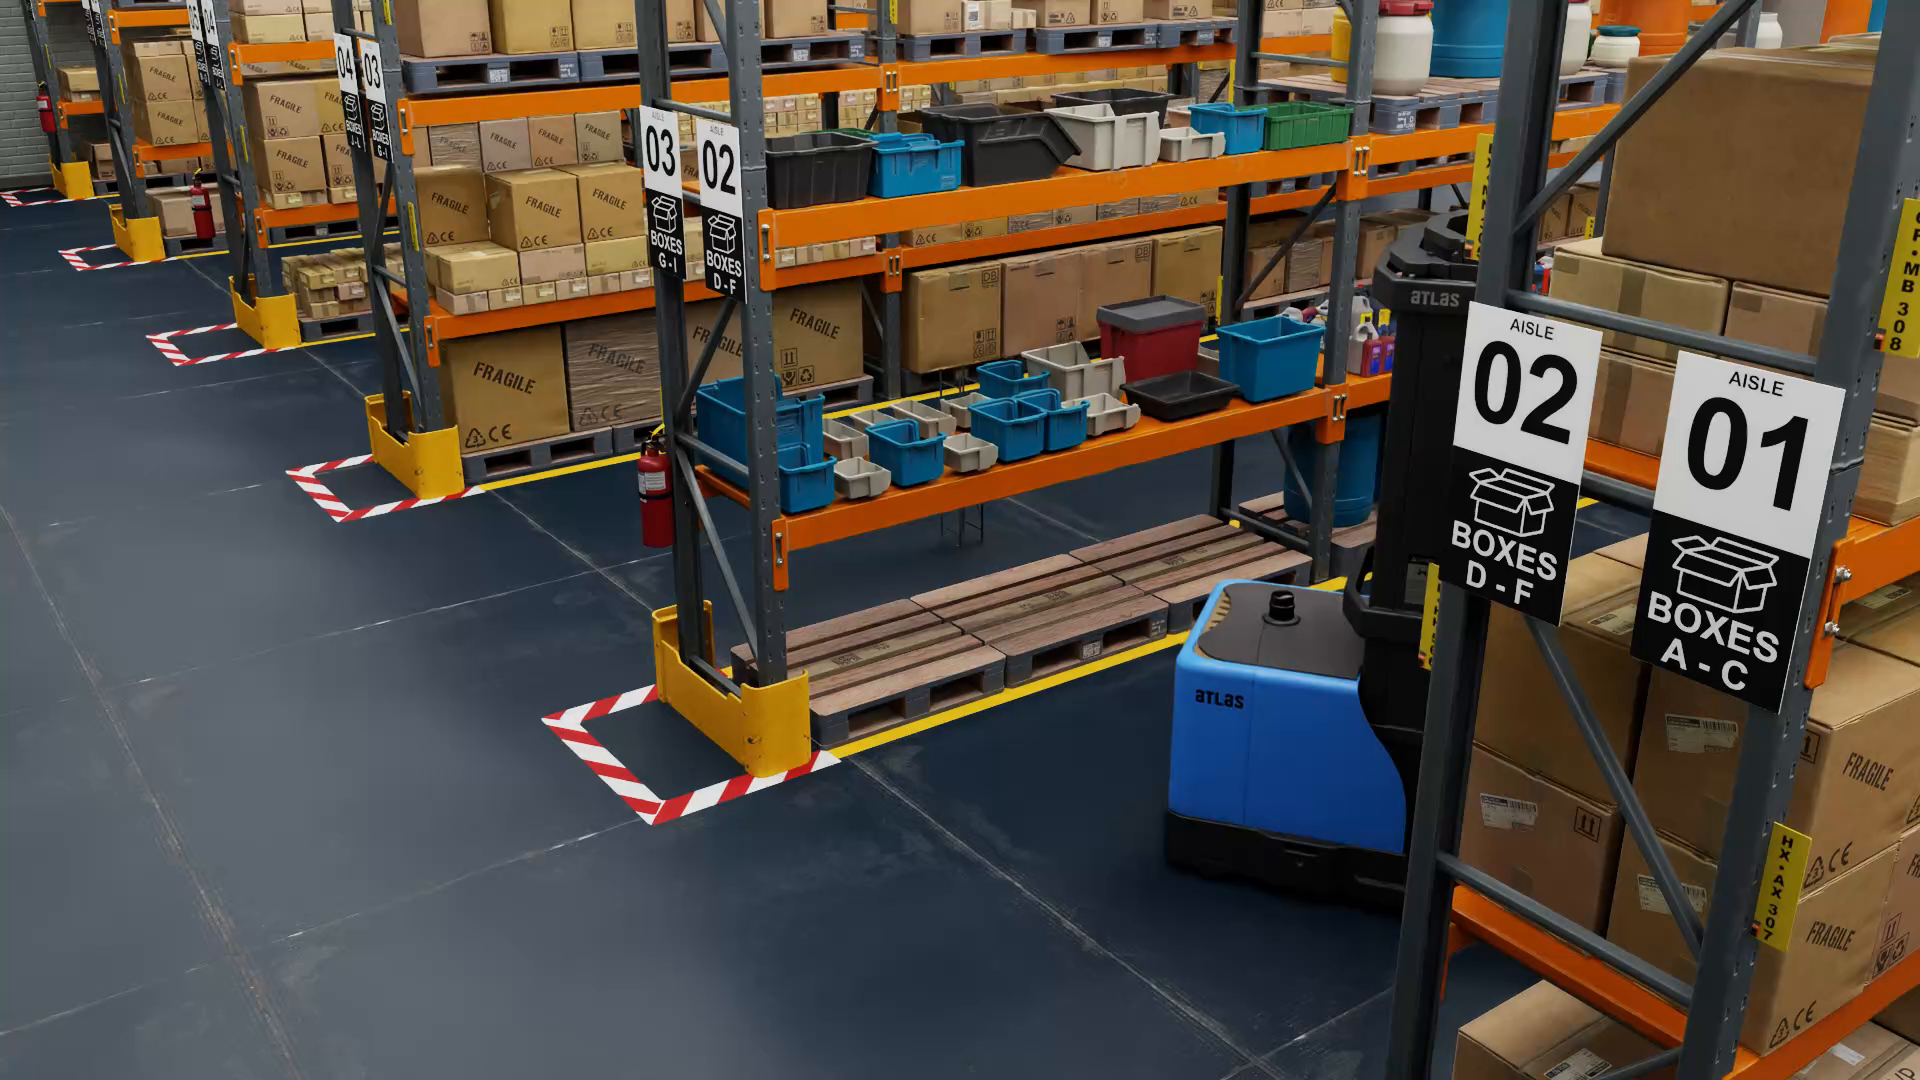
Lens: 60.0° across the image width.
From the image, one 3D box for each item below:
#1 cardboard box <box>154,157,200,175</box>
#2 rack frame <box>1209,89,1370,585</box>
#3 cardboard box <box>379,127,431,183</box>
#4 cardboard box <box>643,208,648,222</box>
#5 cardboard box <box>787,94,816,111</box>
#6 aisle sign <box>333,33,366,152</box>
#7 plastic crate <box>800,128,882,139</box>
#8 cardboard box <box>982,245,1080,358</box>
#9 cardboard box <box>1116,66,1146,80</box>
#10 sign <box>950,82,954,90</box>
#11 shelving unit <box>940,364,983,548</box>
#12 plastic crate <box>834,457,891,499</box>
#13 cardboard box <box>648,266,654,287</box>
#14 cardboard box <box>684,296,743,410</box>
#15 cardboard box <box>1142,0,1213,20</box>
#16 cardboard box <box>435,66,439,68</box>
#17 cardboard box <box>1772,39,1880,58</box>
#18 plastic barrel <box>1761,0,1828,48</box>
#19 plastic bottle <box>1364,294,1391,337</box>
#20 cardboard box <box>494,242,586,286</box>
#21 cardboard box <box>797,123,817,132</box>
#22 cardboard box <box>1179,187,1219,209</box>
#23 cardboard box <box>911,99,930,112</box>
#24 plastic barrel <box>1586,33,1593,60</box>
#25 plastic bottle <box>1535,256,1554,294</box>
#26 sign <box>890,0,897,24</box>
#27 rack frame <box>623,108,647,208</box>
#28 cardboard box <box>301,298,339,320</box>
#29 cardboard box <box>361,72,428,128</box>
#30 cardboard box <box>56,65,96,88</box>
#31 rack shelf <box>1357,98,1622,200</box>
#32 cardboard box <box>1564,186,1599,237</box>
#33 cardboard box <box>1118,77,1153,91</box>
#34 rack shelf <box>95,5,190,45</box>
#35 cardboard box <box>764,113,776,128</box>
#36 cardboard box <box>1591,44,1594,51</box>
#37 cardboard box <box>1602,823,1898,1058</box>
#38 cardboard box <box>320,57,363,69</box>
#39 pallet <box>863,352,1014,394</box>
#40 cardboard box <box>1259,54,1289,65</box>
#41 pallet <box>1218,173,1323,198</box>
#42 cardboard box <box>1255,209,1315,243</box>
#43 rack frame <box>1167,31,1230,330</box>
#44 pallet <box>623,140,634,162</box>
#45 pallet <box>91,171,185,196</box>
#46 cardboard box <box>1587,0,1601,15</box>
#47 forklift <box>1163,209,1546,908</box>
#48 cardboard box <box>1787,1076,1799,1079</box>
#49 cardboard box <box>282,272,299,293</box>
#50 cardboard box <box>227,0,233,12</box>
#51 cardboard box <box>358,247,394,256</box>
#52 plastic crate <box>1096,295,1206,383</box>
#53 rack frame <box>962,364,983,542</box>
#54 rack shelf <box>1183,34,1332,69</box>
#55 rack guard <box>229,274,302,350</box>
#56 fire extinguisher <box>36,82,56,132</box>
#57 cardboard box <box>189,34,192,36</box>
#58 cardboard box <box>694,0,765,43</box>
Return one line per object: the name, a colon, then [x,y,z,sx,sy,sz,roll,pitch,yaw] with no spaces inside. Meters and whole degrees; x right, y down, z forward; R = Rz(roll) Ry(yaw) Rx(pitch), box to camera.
cardboard box: [-11.522,-5.680,24.389,0.500,0.500,0.700,-14,26,-31]
rack frame: [2.039,-1.270,10.532,0.127,3.000,1.000,-15,26,-33]
cardboard box: [-5.565,-3.833,16.419,0.500,0.500,0.500,-15,26,-32]
cardboard box: [-2.617,-2.482,13.369,0.500,0.250,0.500,-15,26,-33]
cardboard box: [-1.815,-4.916,18.637,0.250,0.149,0.380,-14,26,-31]
aisle sign: [-4.335,-3.177,11.802,0.004,0.787,0.394,-15,26,-33]
plastic crate: [-0.575,-1.999,8.596,0.336,0.188,0.450,-15,26,-33]
cardboard box: [0.379,-2.307,15.430,0.875,0.875,1.225,-16,27,-35]
cardboard box: [2.009,-6.296,21.642,0.500,0.500,0.700,-15,26,-34]
sign: [-0.097,-5.480,19.627,0.005,0.325,0.100,-15,26,-33]
shelving unit: [0.012,-0.560,11.182,0.189,1.200,0.258,-15,26,-33]
plastic crate: [-0.507,-0.309,8.398,0.298,0.136,0.250,-15,26,-33]
cardboard box: [-2.372,-2.089,12.923,0.250,0.149,0.380,-16,27,-34]
cardboard box: [-2.167,-1.655,13.797,0.875,0.875,0.875,-15,26,-33]
cardboard box: [1.940,-5.109,15.398,0.637,0.503,0.797,-13,25,-30]
cardboard box: [-5.434,-4.572,16.921,0.500,0.500,0.500,-16,27,-35]
cardboard box: [2.544,-1.016,4.365,0.500,0.500,0.700,-15,26,-33]
plastic barrel: [6.079,-3.875,12.335,0.600,0.901,0.600,0,22,0]
plastic bottle: [2.828,-1.541,11.278,0.185,0.351,0.144,-15,26,-33]
cardboard box: [-3.136,-2.100,12.413,0.500,0.250,0.500,-15,26,-33]
cardboard box: [-1.817,-4.638,18.743,0.250,0.149,0.380,-16,27,-35]
cardboard box: [2.137,-3.491,15.963,0.500,0.500,0.500,-14,26,-31]
cardboard box: [-0.557,-5.113,19.533,0.250,0.149,0.380,-14,26,-32]
plastic barrel: [4.291,-3.492,11.696,0.294,0.245,0.294,0,22,0]
plastic bottle: [4.370,-1.982,12.483,0.135,0.276,0.152,-15,26,-33]
sign: [-0.529,-4.264,13.183,0.005,0.325,0.100,-15,26,-33]
rack frame: [-3.669,-4.274,18.061,0.127,3.000,1.000,-15,26,-33]
cardboard box: [-6.303,-2.297,16.385,0.250,0.149,0.380,-14,26,-32]
cardboard box: [-5.555,-4.292,16.219,0.500,0.500,0.500,-16,27,-34]
cardboard box: [-12.572,-6.616,23.731,0.500,0.250,0.500,-14,26,-31]
rack shelf: [3.662,-2.762,11.195,4.000,0.370,1.077,-15,26,-33]
cardboard box: [7.386,-3.992,20.160,0.500,0.500,0.500,-12,25,-28]
cardboard box: [2.148,-5.750,21.623,0.500,0.500,0.500,-15,26,-33]
rack shelf: [-8.265,-6.368,20.231,4.000,0.370,1.077,-15,26,-33]
cardboard box: [-2.233,-4.666,18.413,0.250,0.149,0.380,-14,26,-31]
cardboard box: [6.965,-5.379,18.943,0.500,0.500,0.500,-15,26,-33]
cardboard box: [2.196,1.023,4.650,0.500,0.500,0.500,-14,26,-32]
cardboard box: [-7.688,-5.847,20.518,0.500,0.500,0.500,-15,26,-32]
pallet: [-0.272,-1.655,15.259,1.213,0.211,1.003,-15,26,-33]
cardboard box: [4.042,-6.876,22.922,0.550,0.550,0.875,-15,26,-33]
pallet: [2.909,-3.723,16.939,1.003,0.211,1.213,-15,26,-33]
cardboard box: [3.344,-3.290,17.361,0.500,0.250,0.500,-12,25,-27]
rack frame: [2.393,-3.626,16.436,0.127,3.000,1.000,-15,26,-33]
pallet: [-2.963,-4.307,18.401,1.213,0.211,1.003,-15,26,-33]
pallet: [-12.082,-5.262,24.300,1.213,0.211,1.003,-15,26,-33]
cardboard box: [6.991,-6.056,18.681,0.500,0.250,0.500,-16,27,-35]
forklift: [2.504,0.159,7.042,3.031,2.935,1.130,7,23,18]
cardboard box: [2.694,2.019,5.407,0.500,0.250,0.500,-15,26,-33]
cardboard box: [-6.654,-2.618,16.788,0.250,0.149,0.380,-16,27,-34]
cardboard box: [-6.690,-5.141,15.712,0.500,0.250,0.500,-16,27,-34]
cardboard box: [-6.013,-2.915,17.132,0.250,0.149,0.380,-16,27,-35]
plastic crate: [1.167,-1.210,10.214,0.583,0.464,0.402,-15,26,-33]
rack frame: [0.086,-0.580,11.231,0.006,1.200,0.240,-15,26,-33]
rack shelf: [4.016,-5.118,17.099,4.000,0.370,1.077,-15,26,-33]
rack guard: [-6.854,-2.264,16.396,0.348,0.500,1.175,-15,26,-33]
fire extinguisher: [-12.640,-5.988,22.964,0.183,0.674,0.296,-15,26,-33]
cardboard box: [-9.133,-6.011,20.055,0.250,0.149,0.380,-14,26,-32]
cardboard box: [-1.893,-4.139,12.838,0.500,0.500,0.700,-13,25,-30]
